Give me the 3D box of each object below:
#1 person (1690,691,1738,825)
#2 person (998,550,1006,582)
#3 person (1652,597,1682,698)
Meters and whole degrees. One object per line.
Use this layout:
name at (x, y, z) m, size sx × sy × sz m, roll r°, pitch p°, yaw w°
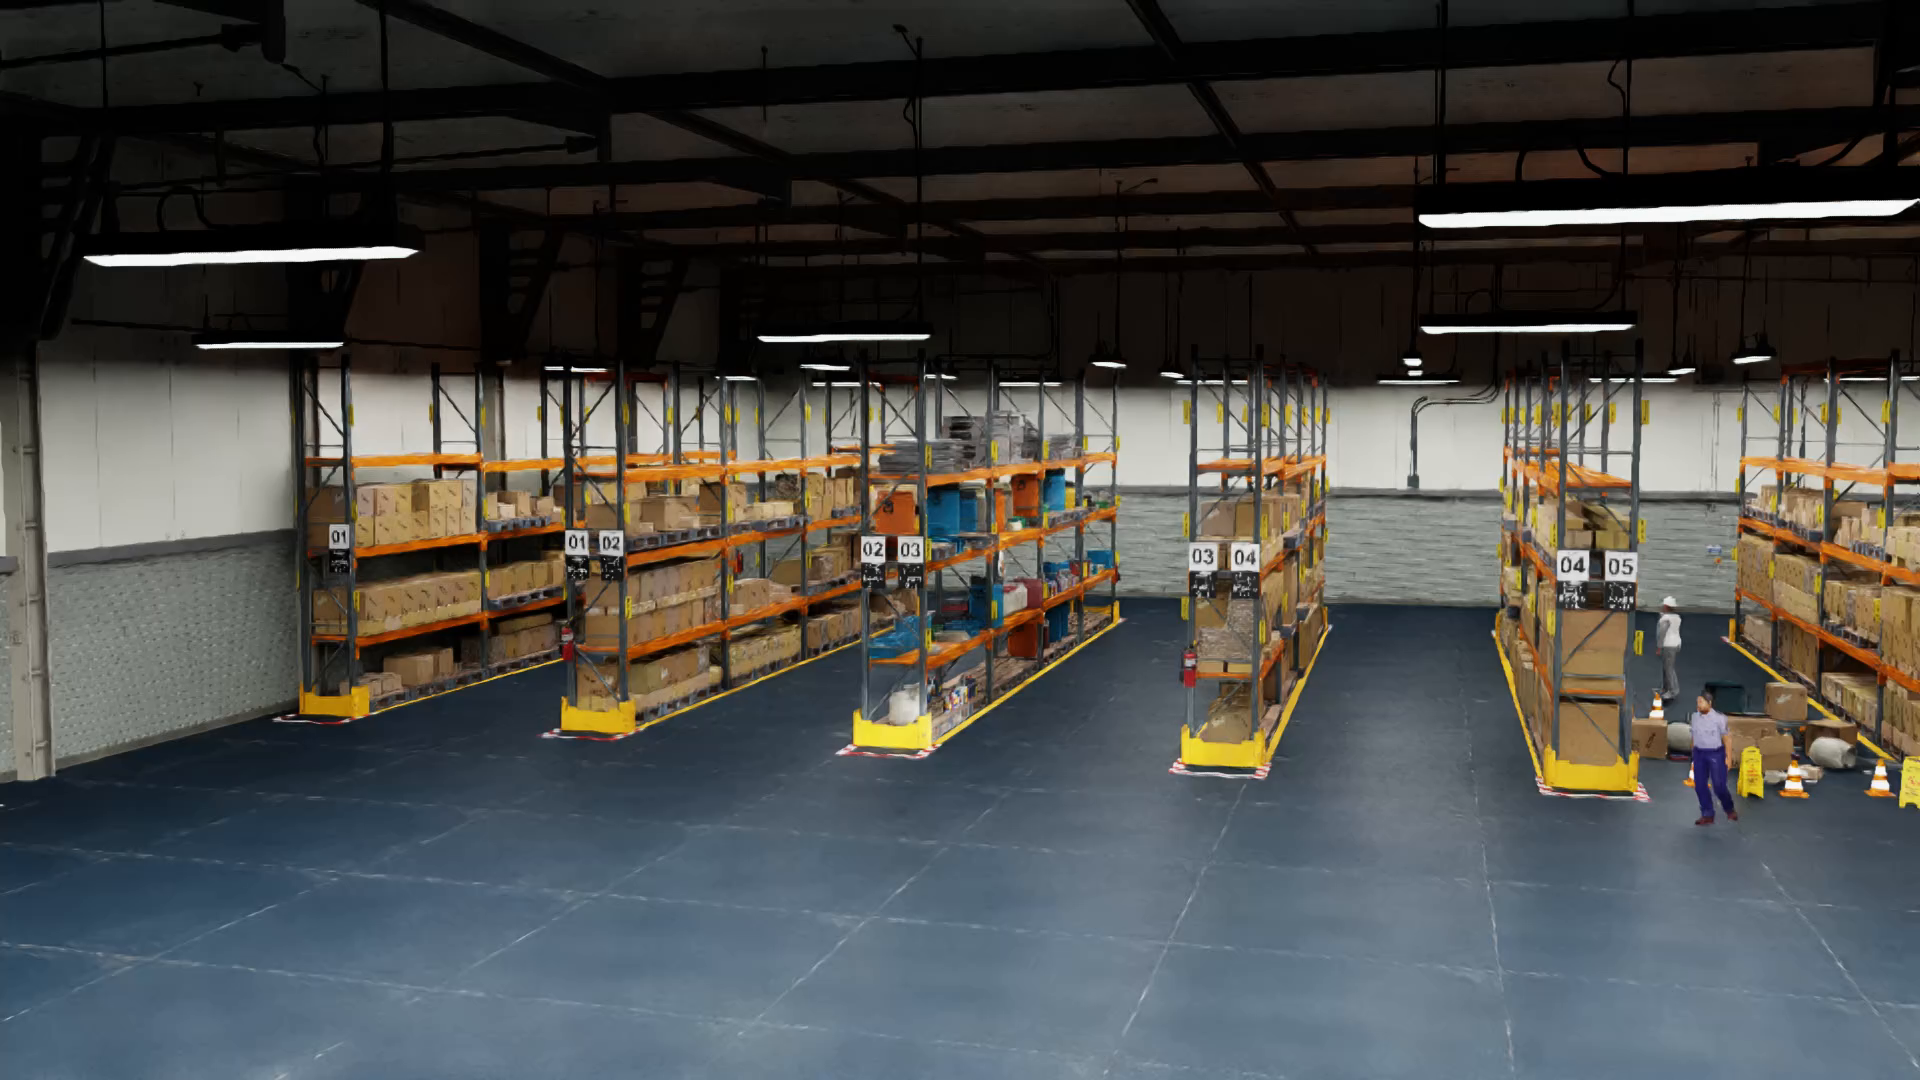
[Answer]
person at (9.240, 2.663, 20.375) m, size 0.539 × 1.637 × 0.550 m, roll -3°, pitch 5°, yaw -37°
person at (1.051, 0.858, 44.347) m, size 0.589 × 1.650 × 0.553 m, roll -3°, pitch 5°, yaw -38°
person at (12.553, 1.888, 29.542) m, size 0.626 × 1.768 × 0.576 m, roll -4°, pitch 6°, yaw -43°
